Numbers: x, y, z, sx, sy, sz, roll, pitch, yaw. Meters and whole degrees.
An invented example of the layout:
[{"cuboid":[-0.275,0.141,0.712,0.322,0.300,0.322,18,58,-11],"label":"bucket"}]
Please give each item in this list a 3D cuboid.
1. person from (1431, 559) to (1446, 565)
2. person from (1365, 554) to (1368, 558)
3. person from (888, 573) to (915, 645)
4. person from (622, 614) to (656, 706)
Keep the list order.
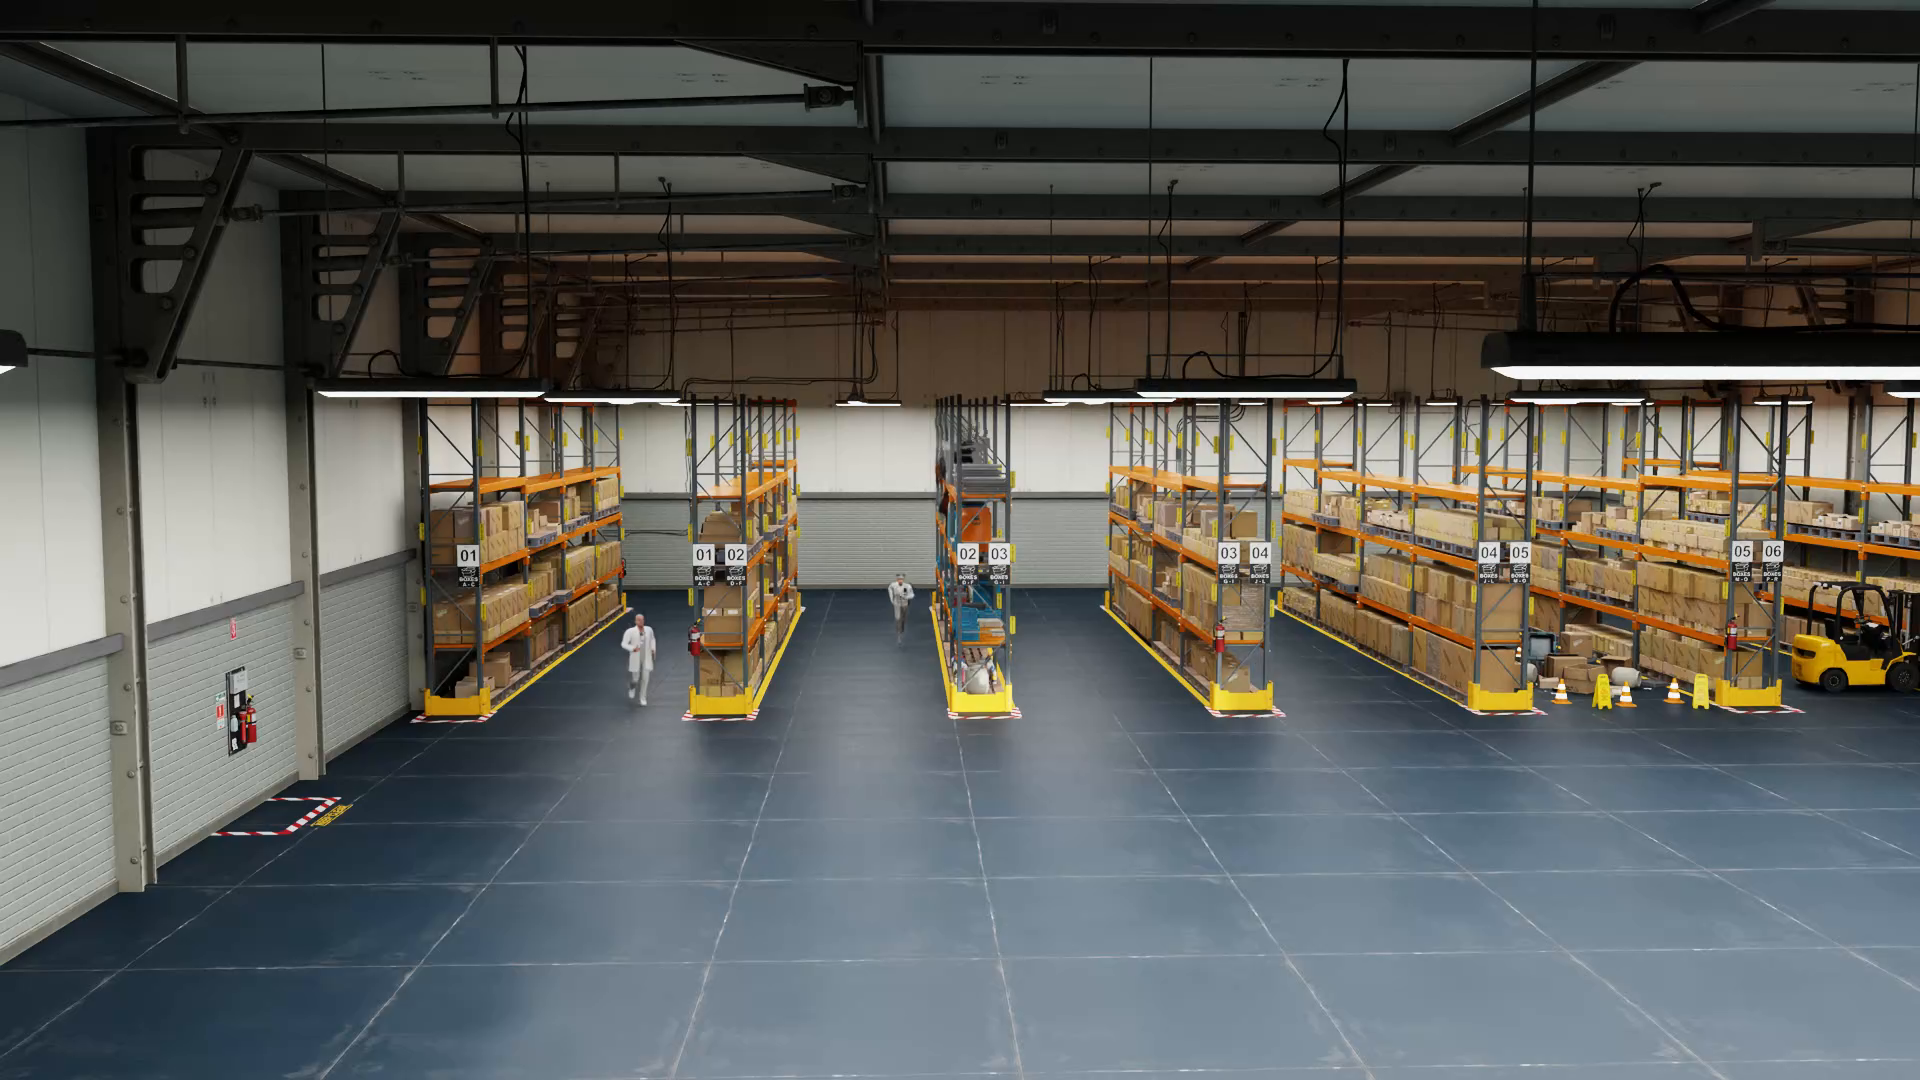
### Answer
[{"cuboid":[14.114,0.986,49.303,0.946,1.705,0.729,0,5,6],"label":"person"},{"cuboid":[11.566,1.166,47.280,0.551,1.528,0.652,-2,5,-24],"label":"person"},{"cuboid":[-1.396,1.604,39.584,0.611,1.690,0.920,0,5,-4],"label":"person"},{"cuboid":[-6.216,2.307,32.258,0.712,1.745,0.835,-2,5,-27],"label":"person"}]
